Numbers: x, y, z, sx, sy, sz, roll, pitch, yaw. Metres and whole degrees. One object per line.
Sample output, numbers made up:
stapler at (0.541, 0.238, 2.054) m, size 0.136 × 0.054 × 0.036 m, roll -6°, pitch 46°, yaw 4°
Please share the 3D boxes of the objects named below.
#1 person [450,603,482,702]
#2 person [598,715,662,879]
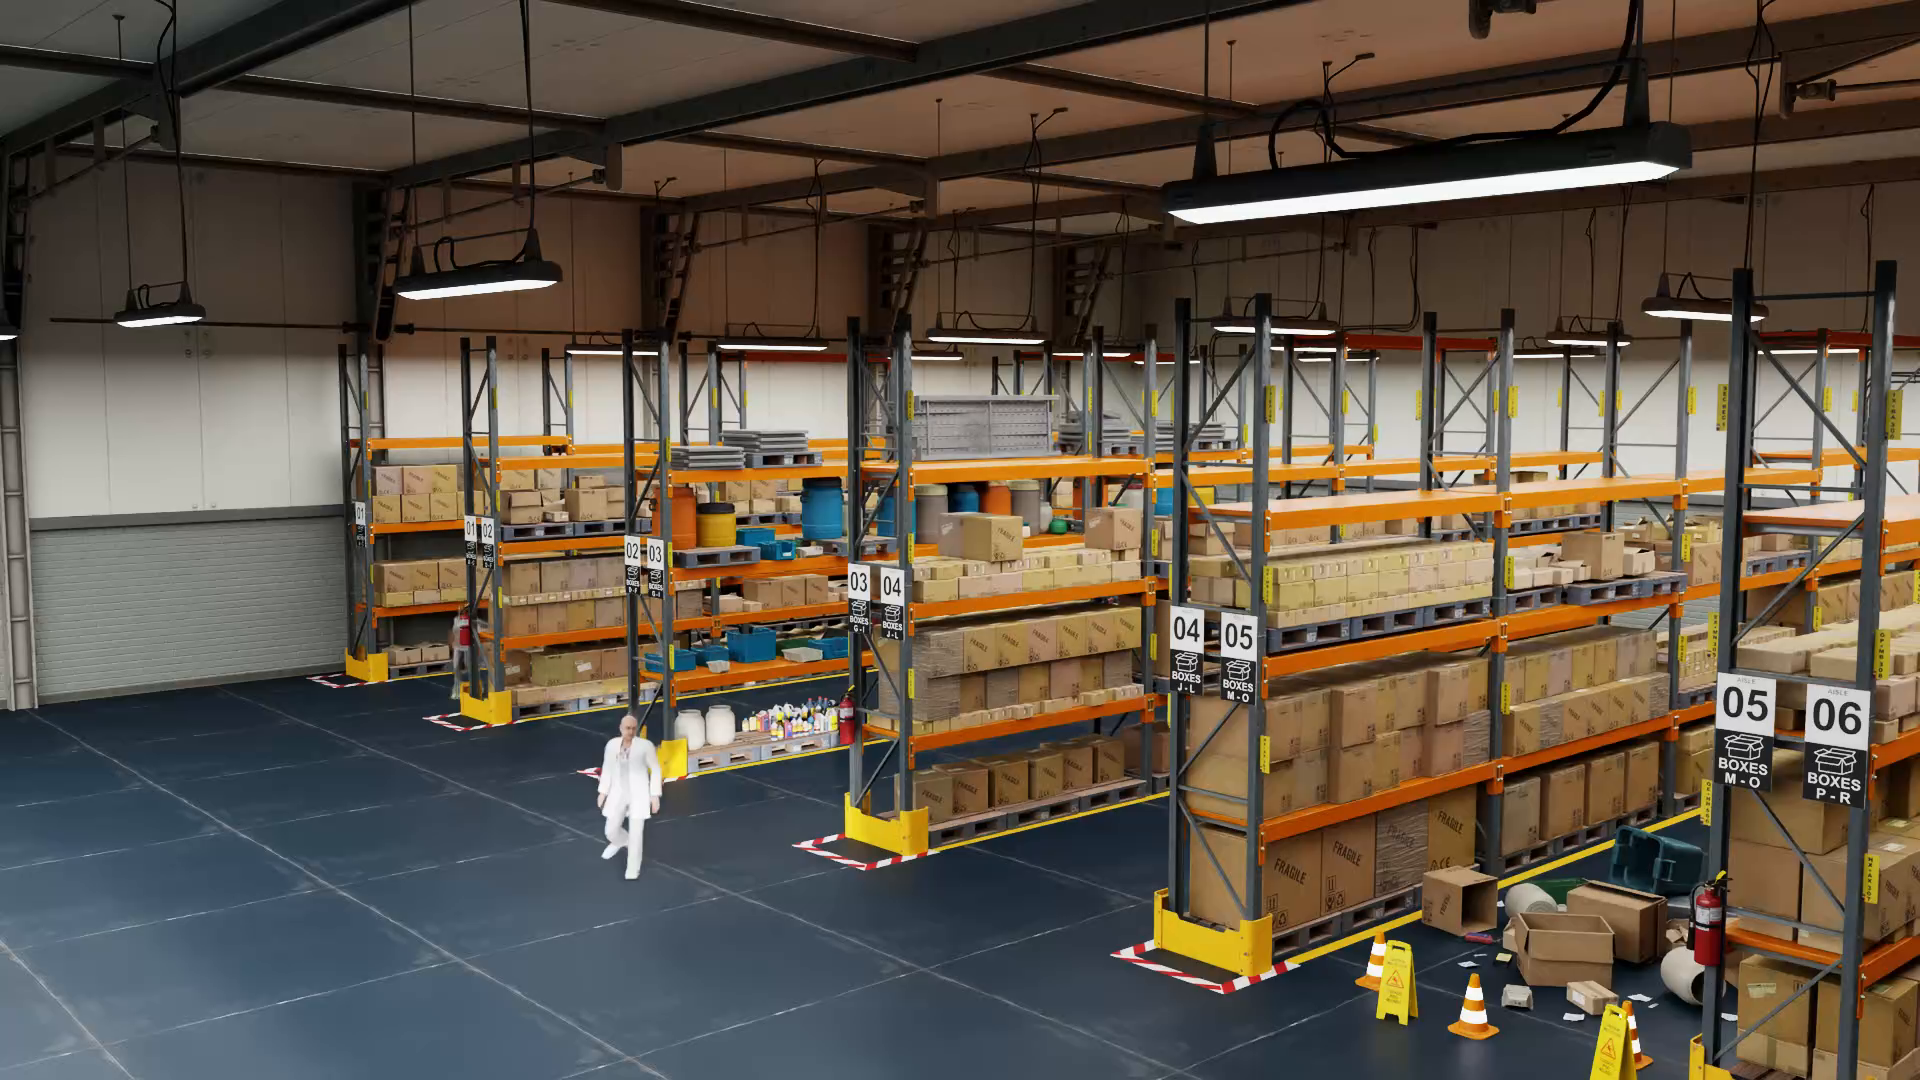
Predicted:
person at (-8.329, 1.866, 27.997) m, size 0.559 × 1.637 × 0.745 m, roll 2°, pitch 5°, yaw 19°
person at (-3.501, 2.704, 17.741) m, size 0.801 × 1.747 × 0.711 m, roll 1°, pitch 5°, yaw 8°
